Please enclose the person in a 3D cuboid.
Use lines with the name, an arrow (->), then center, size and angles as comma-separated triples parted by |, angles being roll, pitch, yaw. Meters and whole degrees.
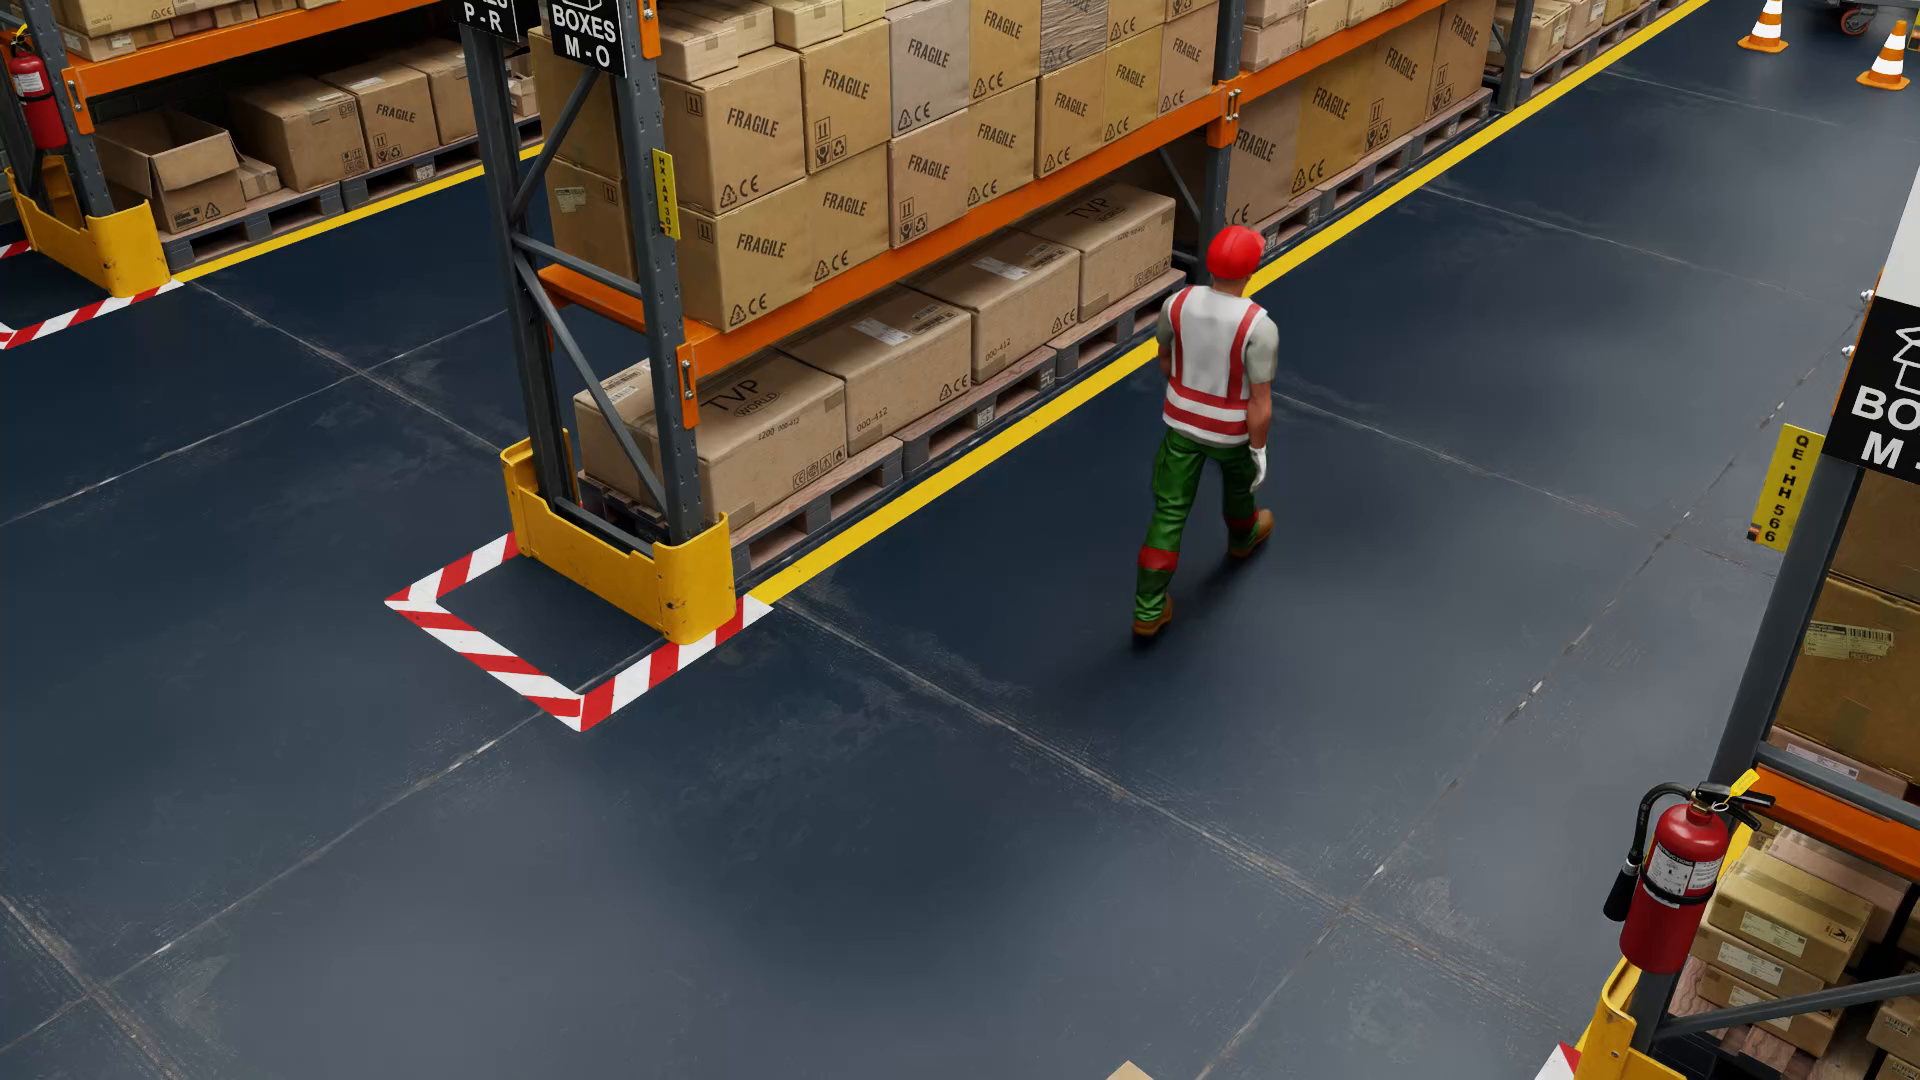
person -> 1.065, -0.514, 6.874 | 0.569, 1.734, 1.108 | 17, 38, 23
